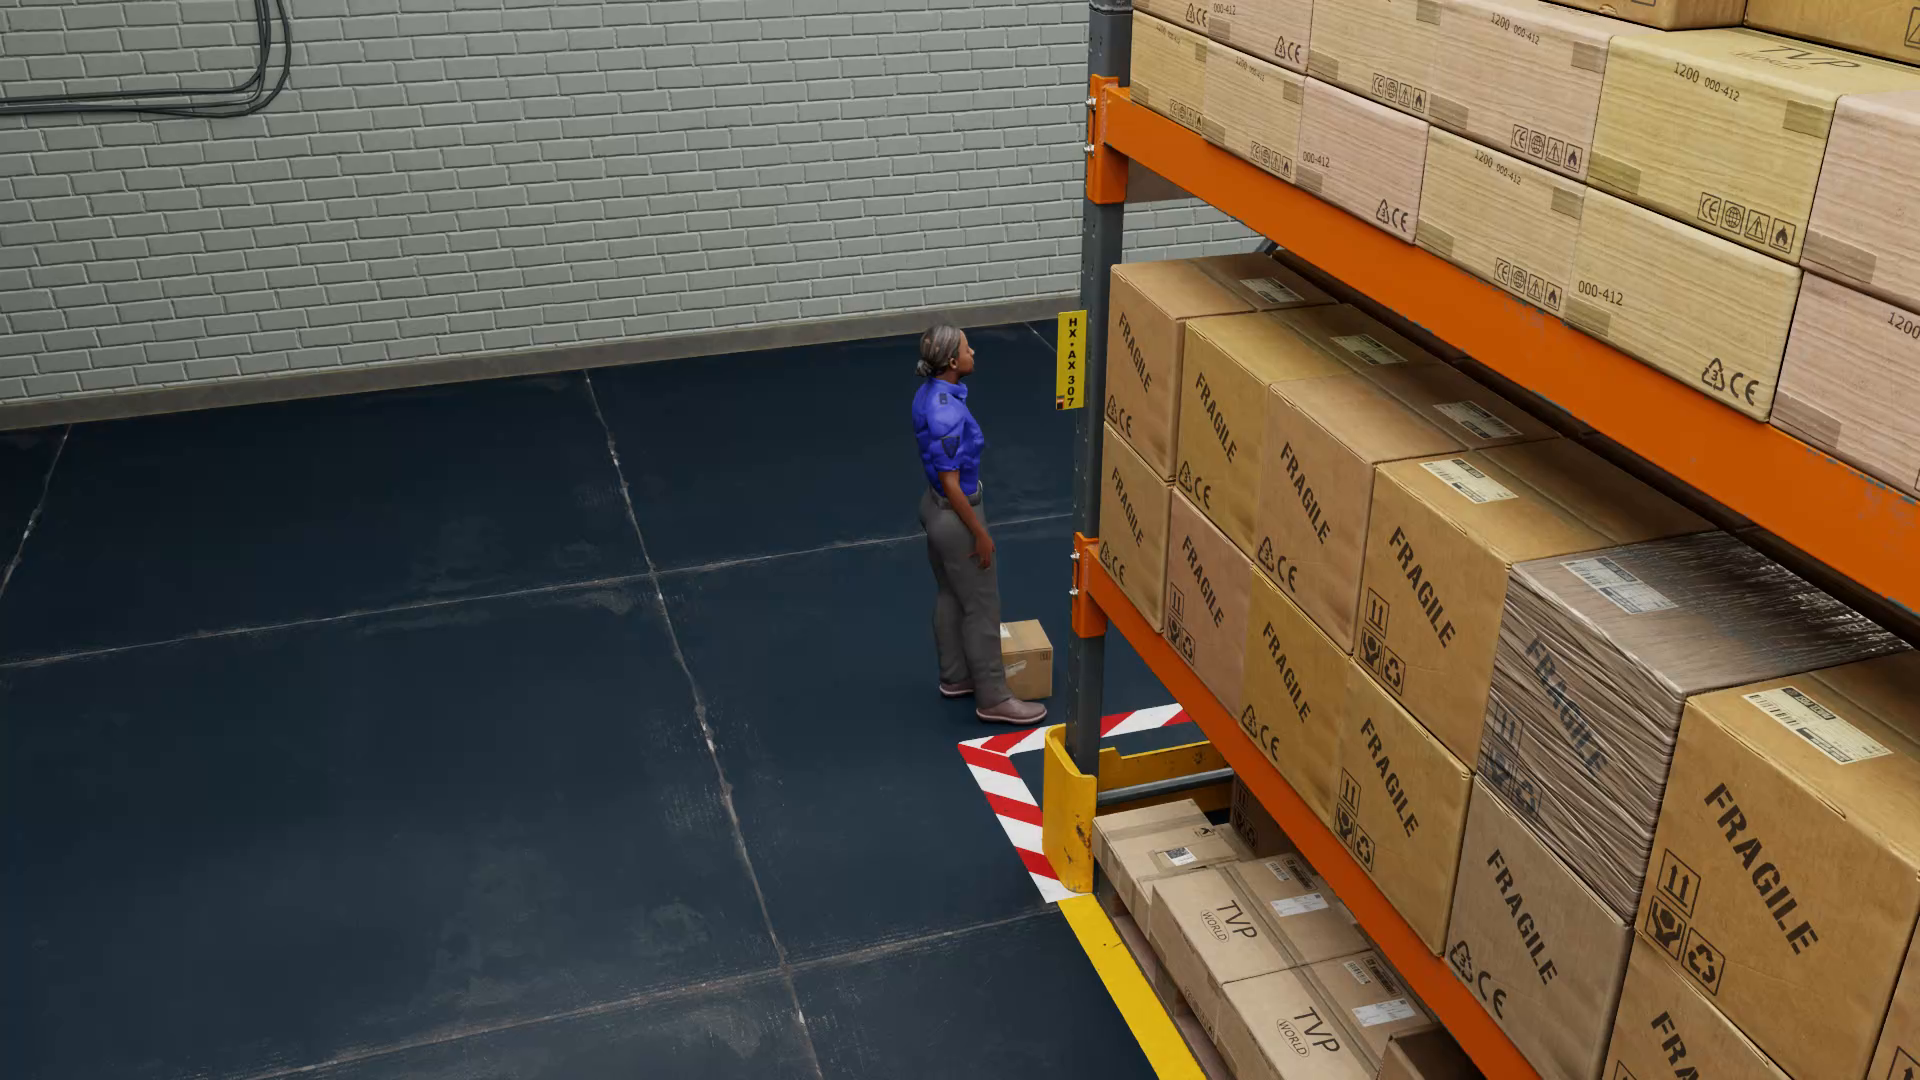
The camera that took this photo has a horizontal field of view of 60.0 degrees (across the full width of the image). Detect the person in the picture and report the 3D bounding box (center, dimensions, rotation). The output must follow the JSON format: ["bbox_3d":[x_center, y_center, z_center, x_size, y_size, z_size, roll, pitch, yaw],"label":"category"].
[{"bbox_3d":[0.068,-0.079,6.760,0.504,1.654,0.569,-6,27,-11],"label":"person"}]
